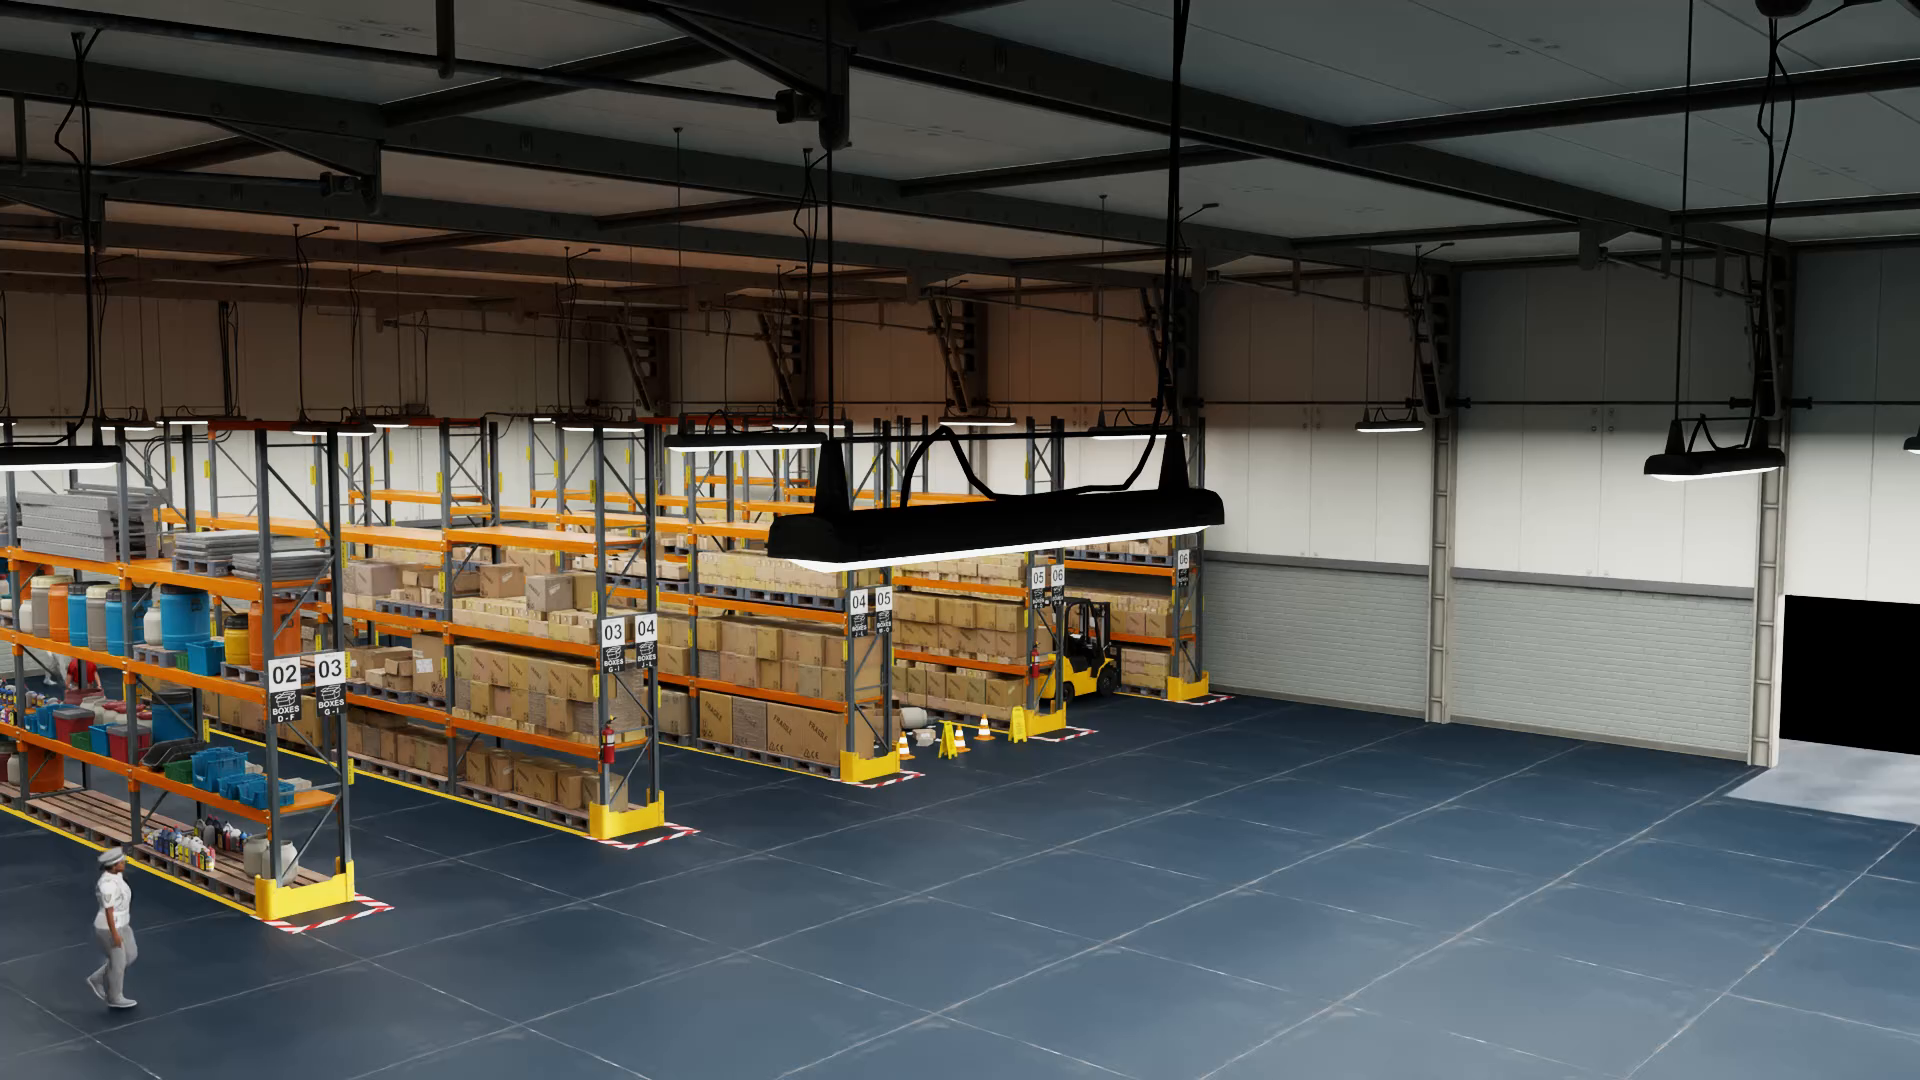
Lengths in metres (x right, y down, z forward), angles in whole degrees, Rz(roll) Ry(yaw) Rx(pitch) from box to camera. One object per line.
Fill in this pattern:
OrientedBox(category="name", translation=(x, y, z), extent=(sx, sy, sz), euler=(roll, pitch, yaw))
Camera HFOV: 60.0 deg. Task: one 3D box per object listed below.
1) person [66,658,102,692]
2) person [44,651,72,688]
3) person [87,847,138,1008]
OrientedBox(category="person", translation=(-16.739, 2.842, 31.816), extent=(1.083, 1.657, 0.593), euler=(3, 5, 30))
OrientedBox(category="person", translation=(-19.986, 2.443, 36.921), extent=(0.915, 1.670, 0.528), euler=(1, 5, 8))
OrientedBox(category="person", translation=(-8.881, 4.035, 17.328), extent=(0.539, 1.673, 0.441), euler=(0, 5, -5))
